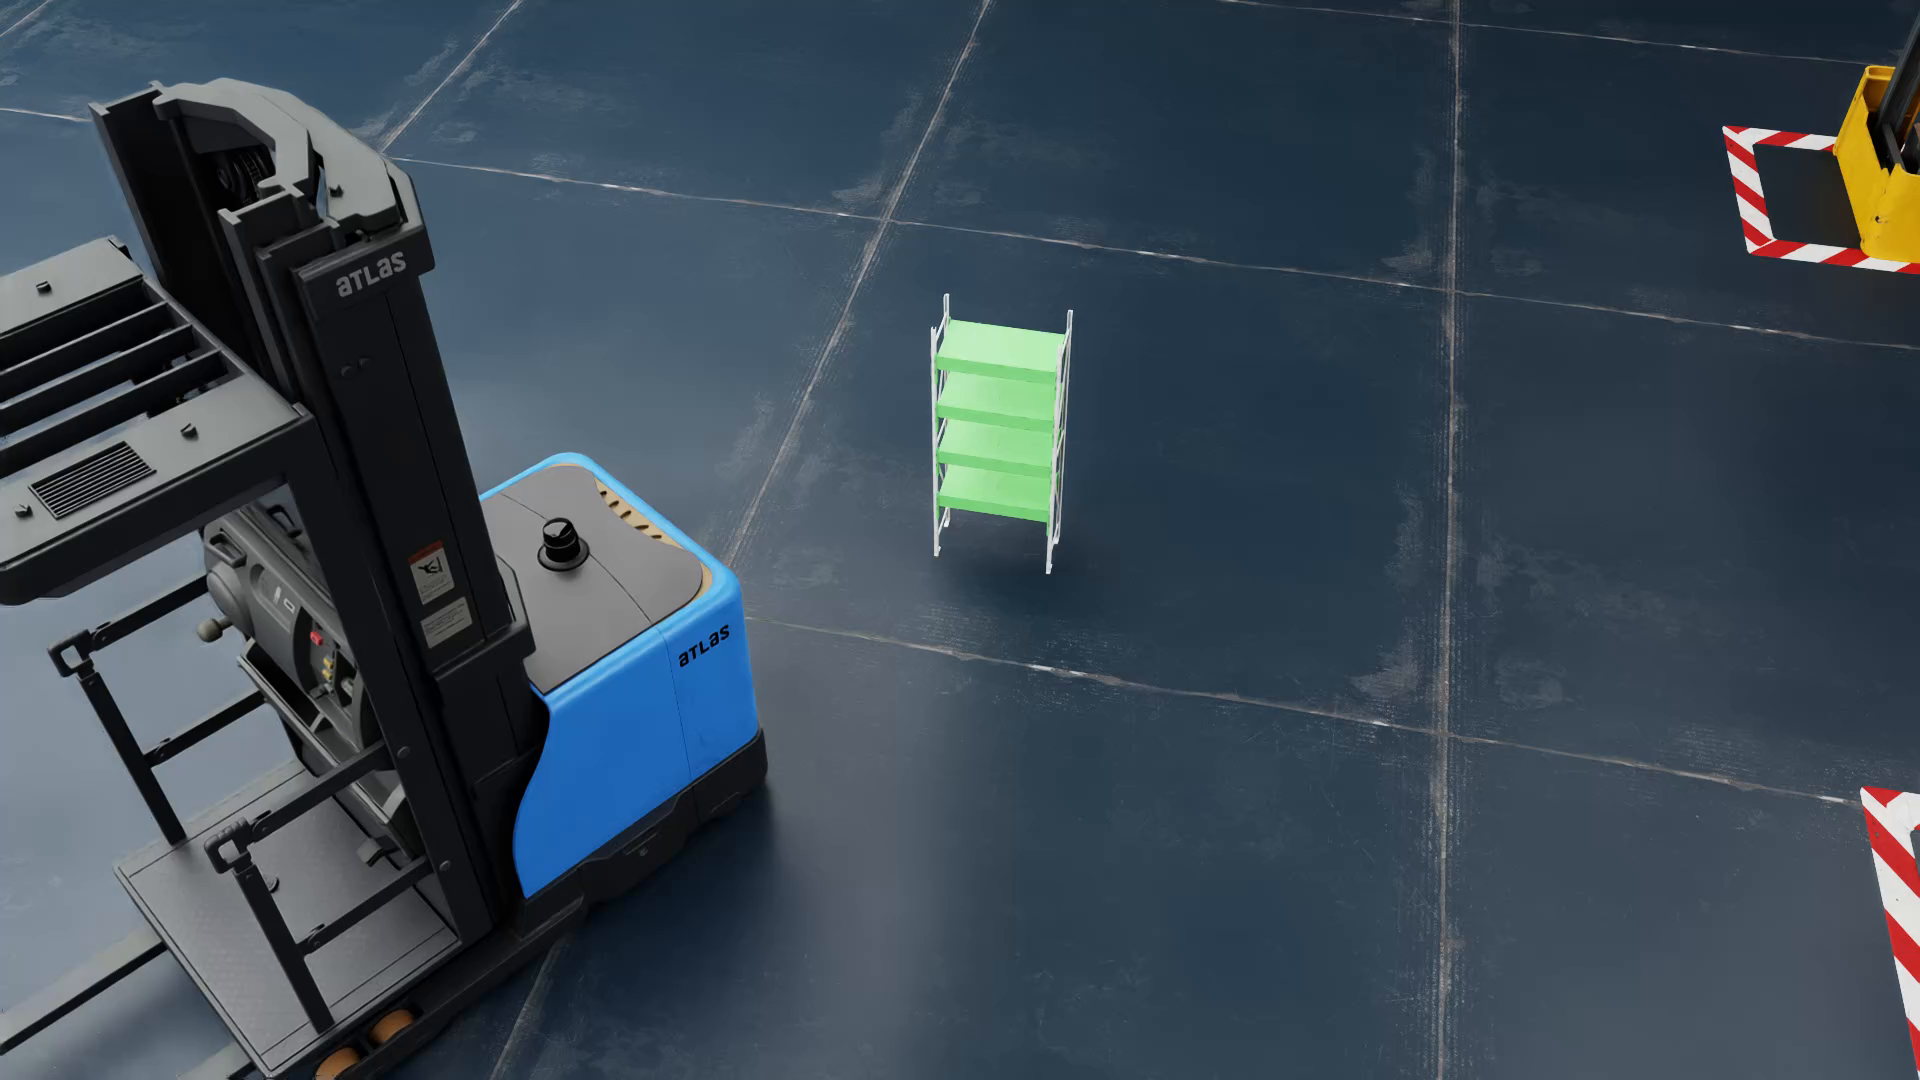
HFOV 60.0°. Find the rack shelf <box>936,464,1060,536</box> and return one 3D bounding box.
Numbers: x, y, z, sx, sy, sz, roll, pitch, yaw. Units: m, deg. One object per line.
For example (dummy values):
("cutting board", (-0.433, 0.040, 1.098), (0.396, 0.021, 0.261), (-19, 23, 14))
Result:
("rack shelf", (0.162, -0.188, 6.979), (0.480, 0.148, 0.258), (9, 45, 9))

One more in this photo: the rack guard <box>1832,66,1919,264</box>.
("rack guard", (5.057, -2.038, 8.967), (0.348, 0.500, 1.175), (9, 45, 9))

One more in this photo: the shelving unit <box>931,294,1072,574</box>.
("shelving unit", (0.162, -0.407, 6.768), (0.503, 1.200, 0.258), (9, 45, 9))

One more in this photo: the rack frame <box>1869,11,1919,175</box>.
("rack frame", (5.080, -2.935, 8.096), (0.127, 3.000, 1.000), (9, 45, 9))

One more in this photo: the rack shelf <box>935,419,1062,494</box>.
("rack shelf", (0.162, -0.361, 6.812), (0.480, 0.148, 0.258), (9, 45, 9))

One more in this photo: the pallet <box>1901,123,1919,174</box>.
("pallet", (5.835, -1.843, 8.972), (1.213, 0.211, 1.003), (9, 45, 9))

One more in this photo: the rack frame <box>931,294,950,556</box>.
("rack frame", (-0.077, -0.444, 6.806), (0.015, 1.200, 0.240), (9, 45, 9))

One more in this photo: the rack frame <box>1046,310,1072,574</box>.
("rack frame", (0.400, -0.370, 6.730), (0.015, 1.200, 0.240), (9, 45, 9))

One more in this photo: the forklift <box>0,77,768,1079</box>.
("forklift", (-2.121, 0.329, 4.754), (3.031, 2.935, 1.130), (-34, 54, -30))

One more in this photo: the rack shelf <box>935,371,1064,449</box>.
("rack shelf", (0.162, -0.534, 6.646), (0.480, 0.148, 0.258), (9, 45, 9))

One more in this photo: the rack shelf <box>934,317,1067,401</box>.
("rack shelf", (0.162, -0.707, 6.479), (0.480, 0.148, 0.258), (9, 45, 9))
